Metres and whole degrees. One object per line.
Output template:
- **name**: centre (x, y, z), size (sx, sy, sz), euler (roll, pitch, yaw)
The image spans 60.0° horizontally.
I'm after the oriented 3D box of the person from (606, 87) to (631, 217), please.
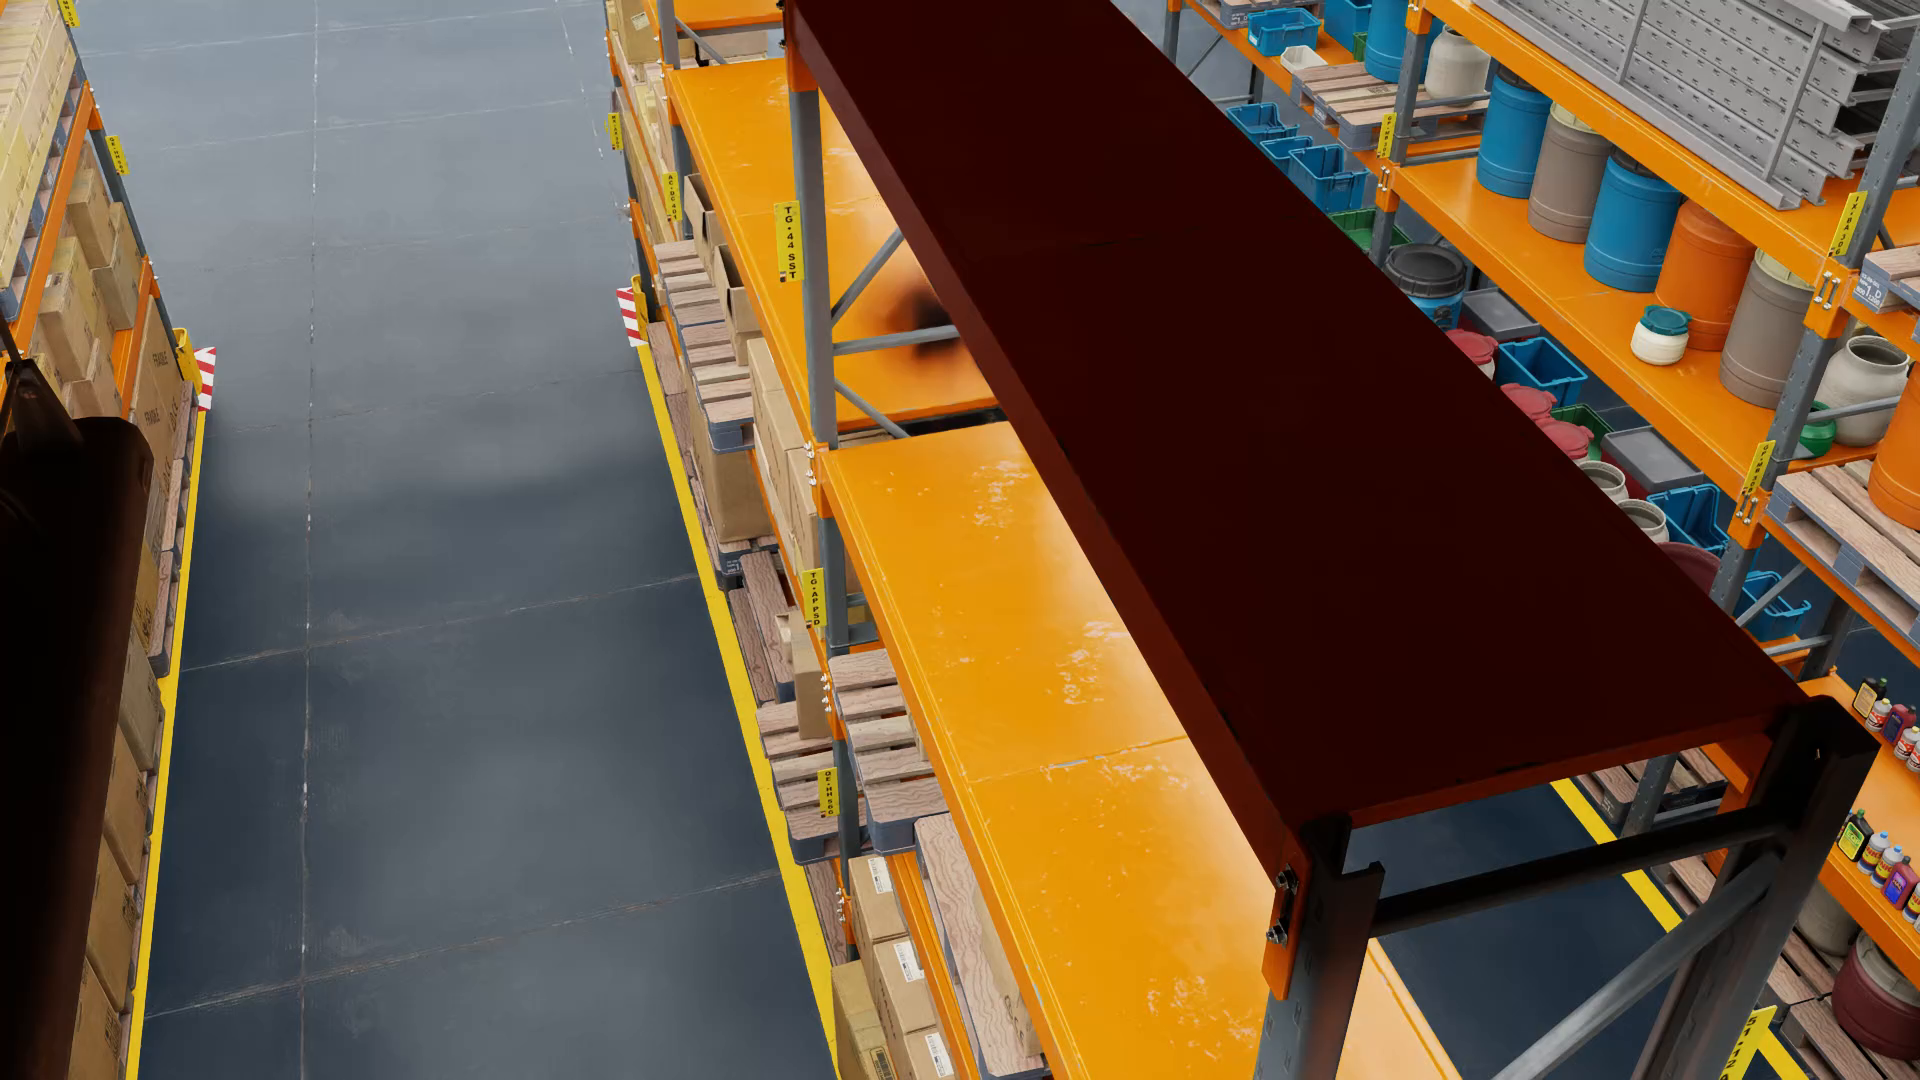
- **person**: centre (-3.096, -3.875, 16.289), size (0.940, 1.808, 0.721), euler (17, 42, 21)
